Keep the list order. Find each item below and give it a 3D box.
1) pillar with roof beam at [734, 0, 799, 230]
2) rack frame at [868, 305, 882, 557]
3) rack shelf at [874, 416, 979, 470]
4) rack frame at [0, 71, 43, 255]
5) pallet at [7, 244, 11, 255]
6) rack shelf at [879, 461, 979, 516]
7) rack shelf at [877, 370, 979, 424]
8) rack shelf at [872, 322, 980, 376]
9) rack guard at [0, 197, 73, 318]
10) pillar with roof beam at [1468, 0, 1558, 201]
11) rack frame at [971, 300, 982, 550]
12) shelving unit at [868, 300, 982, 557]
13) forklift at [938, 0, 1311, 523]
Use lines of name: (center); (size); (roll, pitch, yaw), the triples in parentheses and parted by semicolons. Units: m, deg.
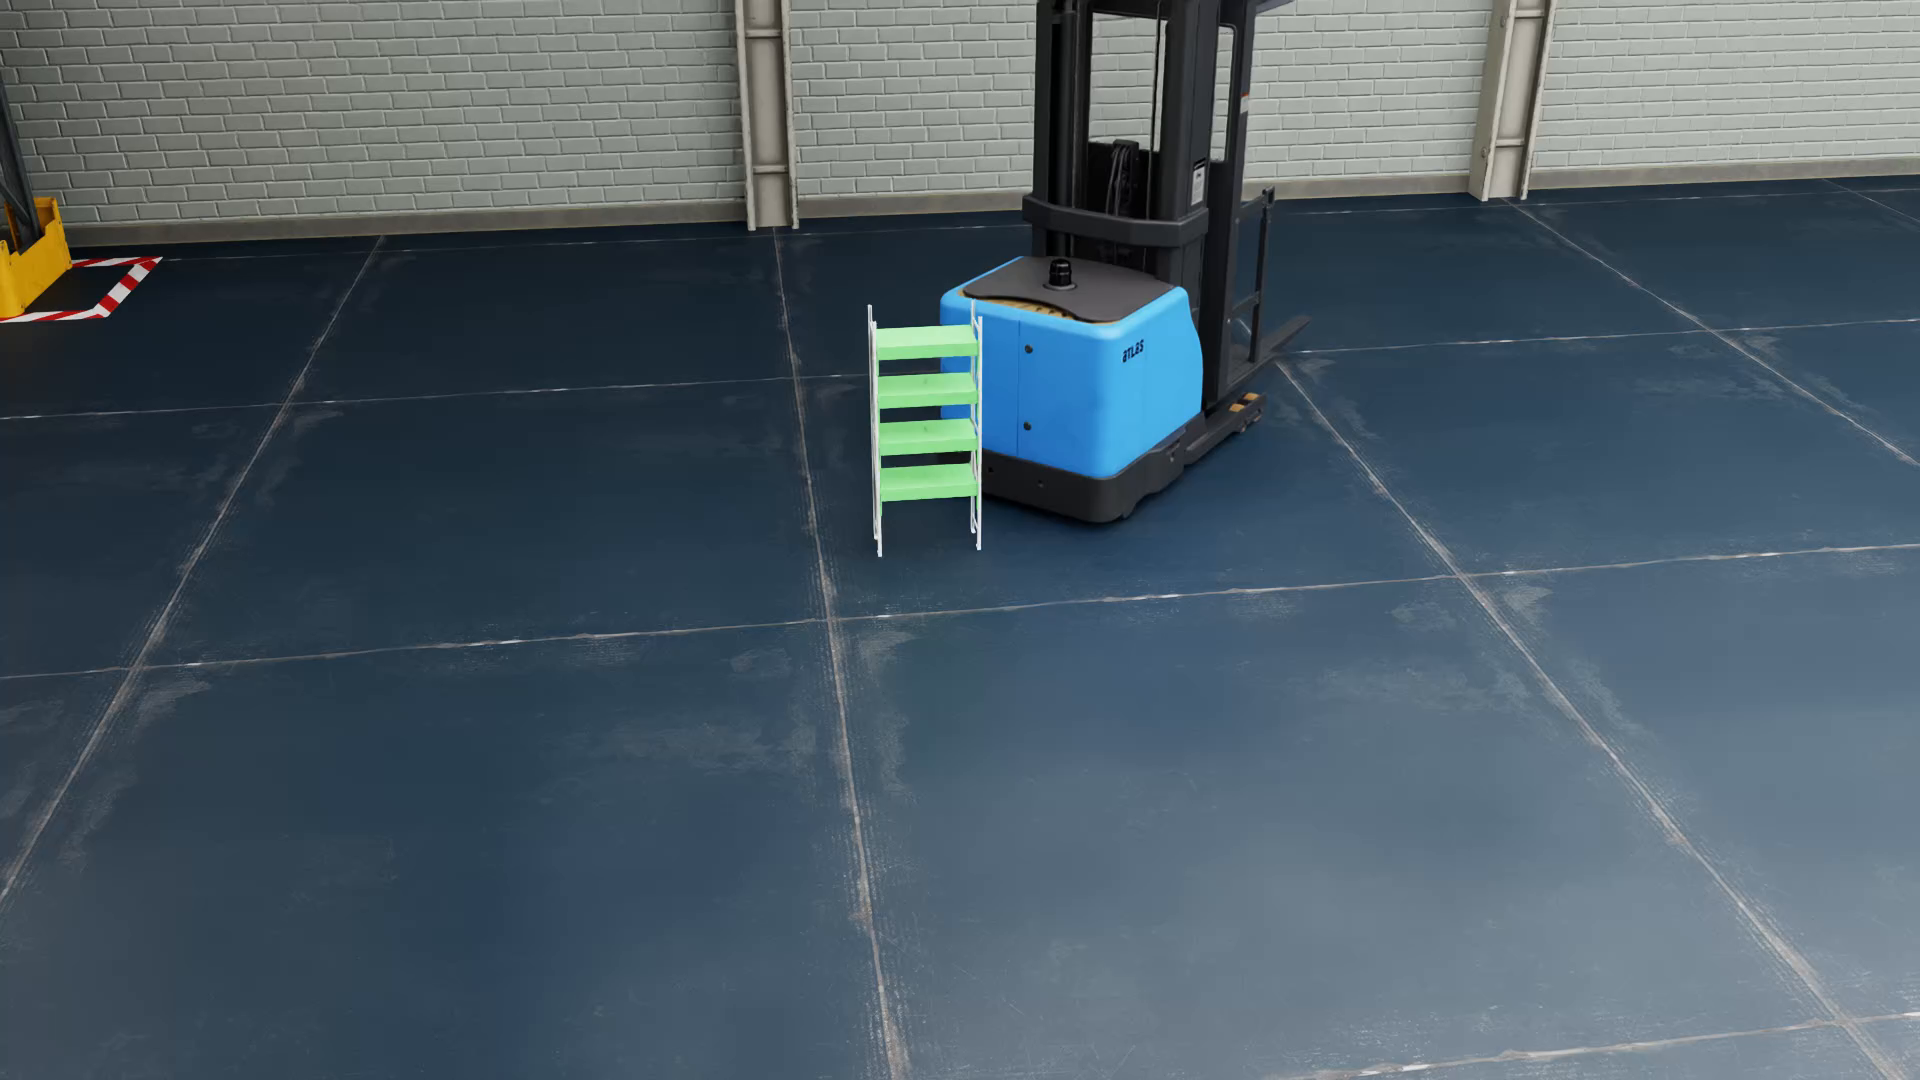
pillar with roof beam: (-0.875, -4.549, 7.259); (0.400, 9.000, 9.100); (-4, 27, -7)
rack frame: (-0.406, -0.508, 7.925); (0.015, 1.200, 0.240); (-4, 27, -7)
rack shelf: (-0.164, -0.466, 7.985); (0.480, 0.148, 0.258); (-4, 27, -7)
rack frame: (-6.601, -3.082, 10.970); (0.127, 3.000, 1.000); (-4, 27, -7)
pallet: (-7.352, -1.774, 11.475); (1.213, 0.211, 1.003); (-4, 27, -7)
rack shelf: (-0.164, -0.253, 8.094); (0.480, 0.148, 0.258); (-4, 27, -7)
rack shelf: (-0.164, -0.680, 7.875); (0.480, 0.148, 0.258); (-4, 27, -7)
rack shelf: (-0.164, -0.893, 7.766); (0.480, 0.148, 0.258); (-4, 27, -7)
rack guard: (-6.577, -1.971, 11.544); (0.348, 0.500, 1.175); (-4, 27, -7)
pillar with roof beam: (5.067, -4.931, 8.003); (0.400, 9.000, 9.100); (-4, 27, -7)
rack frame: (0.078, -0.539, 7.986); (0.015, 1.200, 0.240); (-4, 27, -7)
shelving unit: (-0.164, -0.523, 7.956); (0.503, 1.200, 0.258); (-4, 27, -7)
forklift: (1.109, -2.016, 8.969); (1.130, 2.935, 3.031); (17, 31, 29)
